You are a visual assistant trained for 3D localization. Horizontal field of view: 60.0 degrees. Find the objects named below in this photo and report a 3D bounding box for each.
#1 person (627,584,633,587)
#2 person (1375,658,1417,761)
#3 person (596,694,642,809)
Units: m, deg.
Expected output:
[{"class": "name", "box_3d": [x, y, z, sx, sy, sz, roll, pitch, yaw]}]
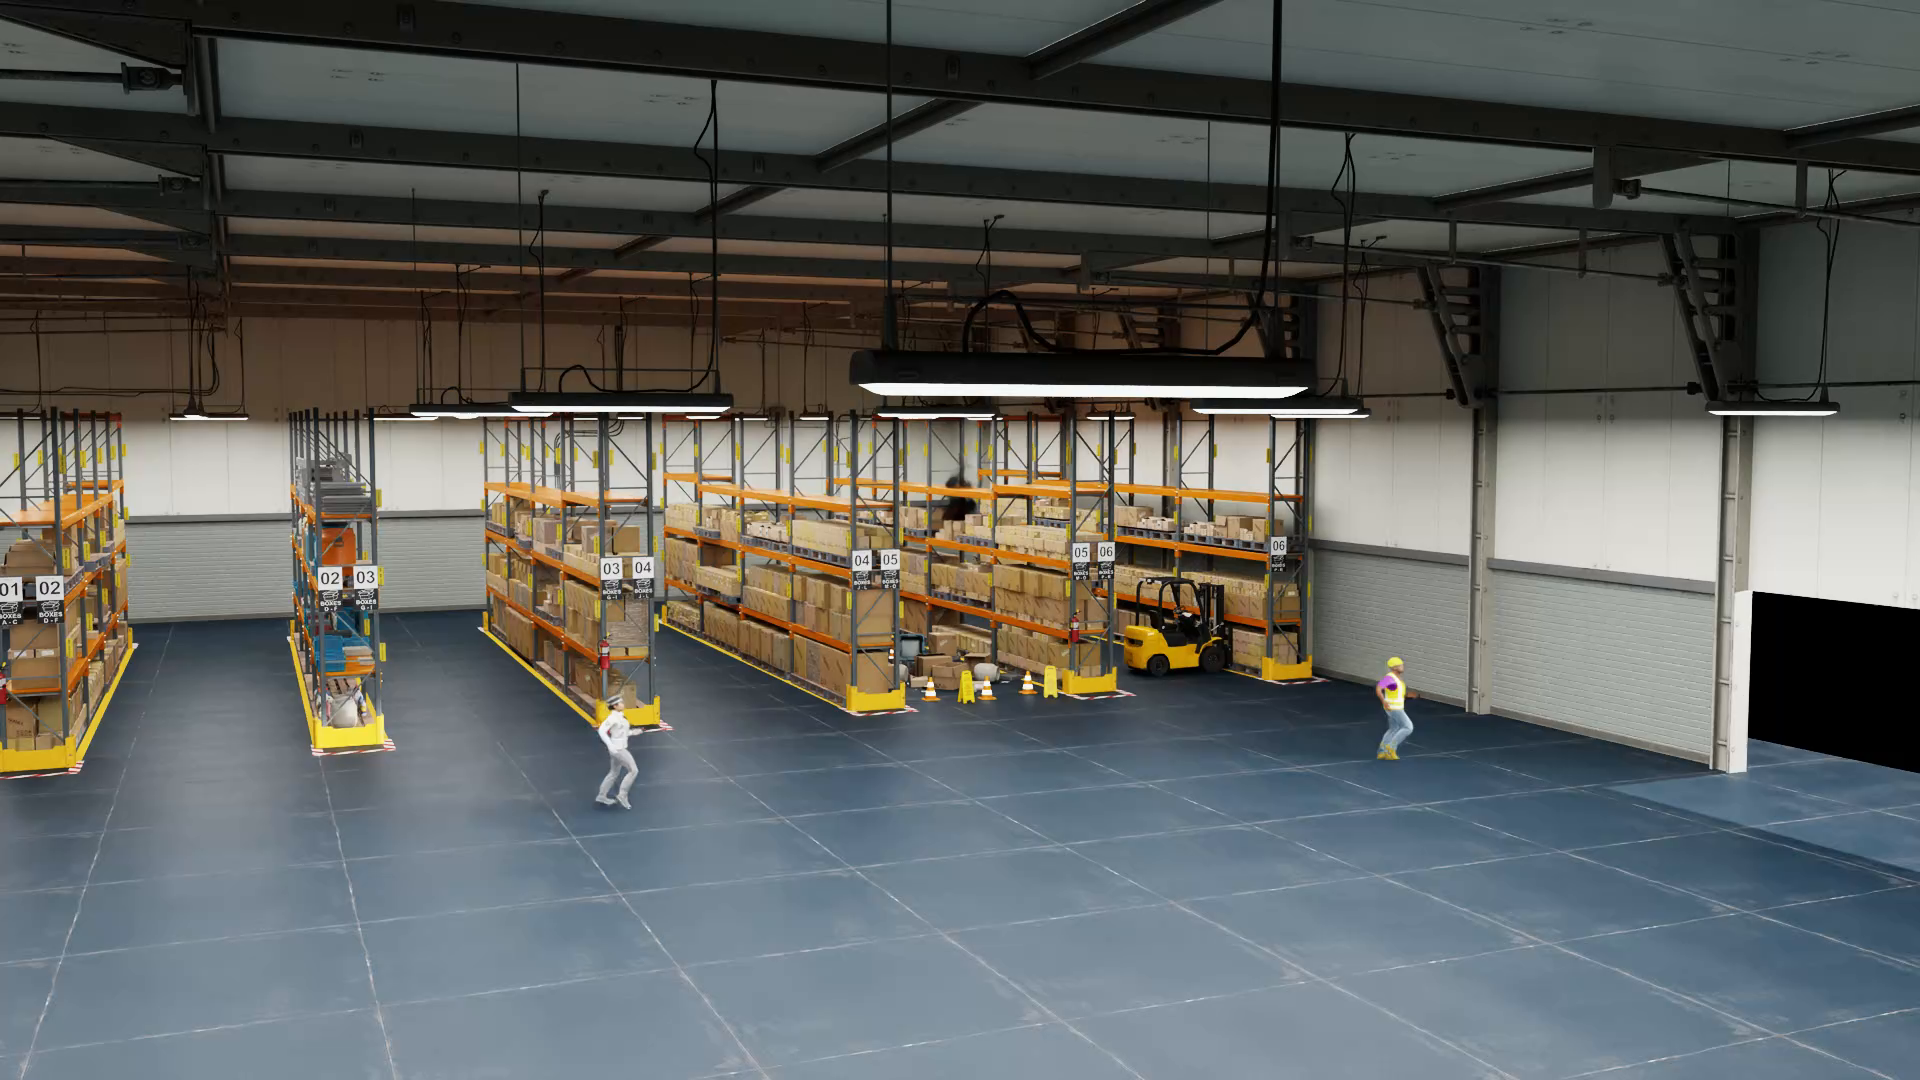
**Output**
[{"class": "person", "box_3d": [-9.510, 1.529, 48.506, 0.756, 1.642, 0.569, 3, 5, 34]}, {"class": "person", "box_3d": [7.416, 2.867, 28.222, 0.666, 1.747, 0.695, 1, 4, 19]}, {"class": "person", "box_3d": [-5.080, 3.147, 24.757, 0.707, 1.730, 0.577, -1, 4, -8]}]
